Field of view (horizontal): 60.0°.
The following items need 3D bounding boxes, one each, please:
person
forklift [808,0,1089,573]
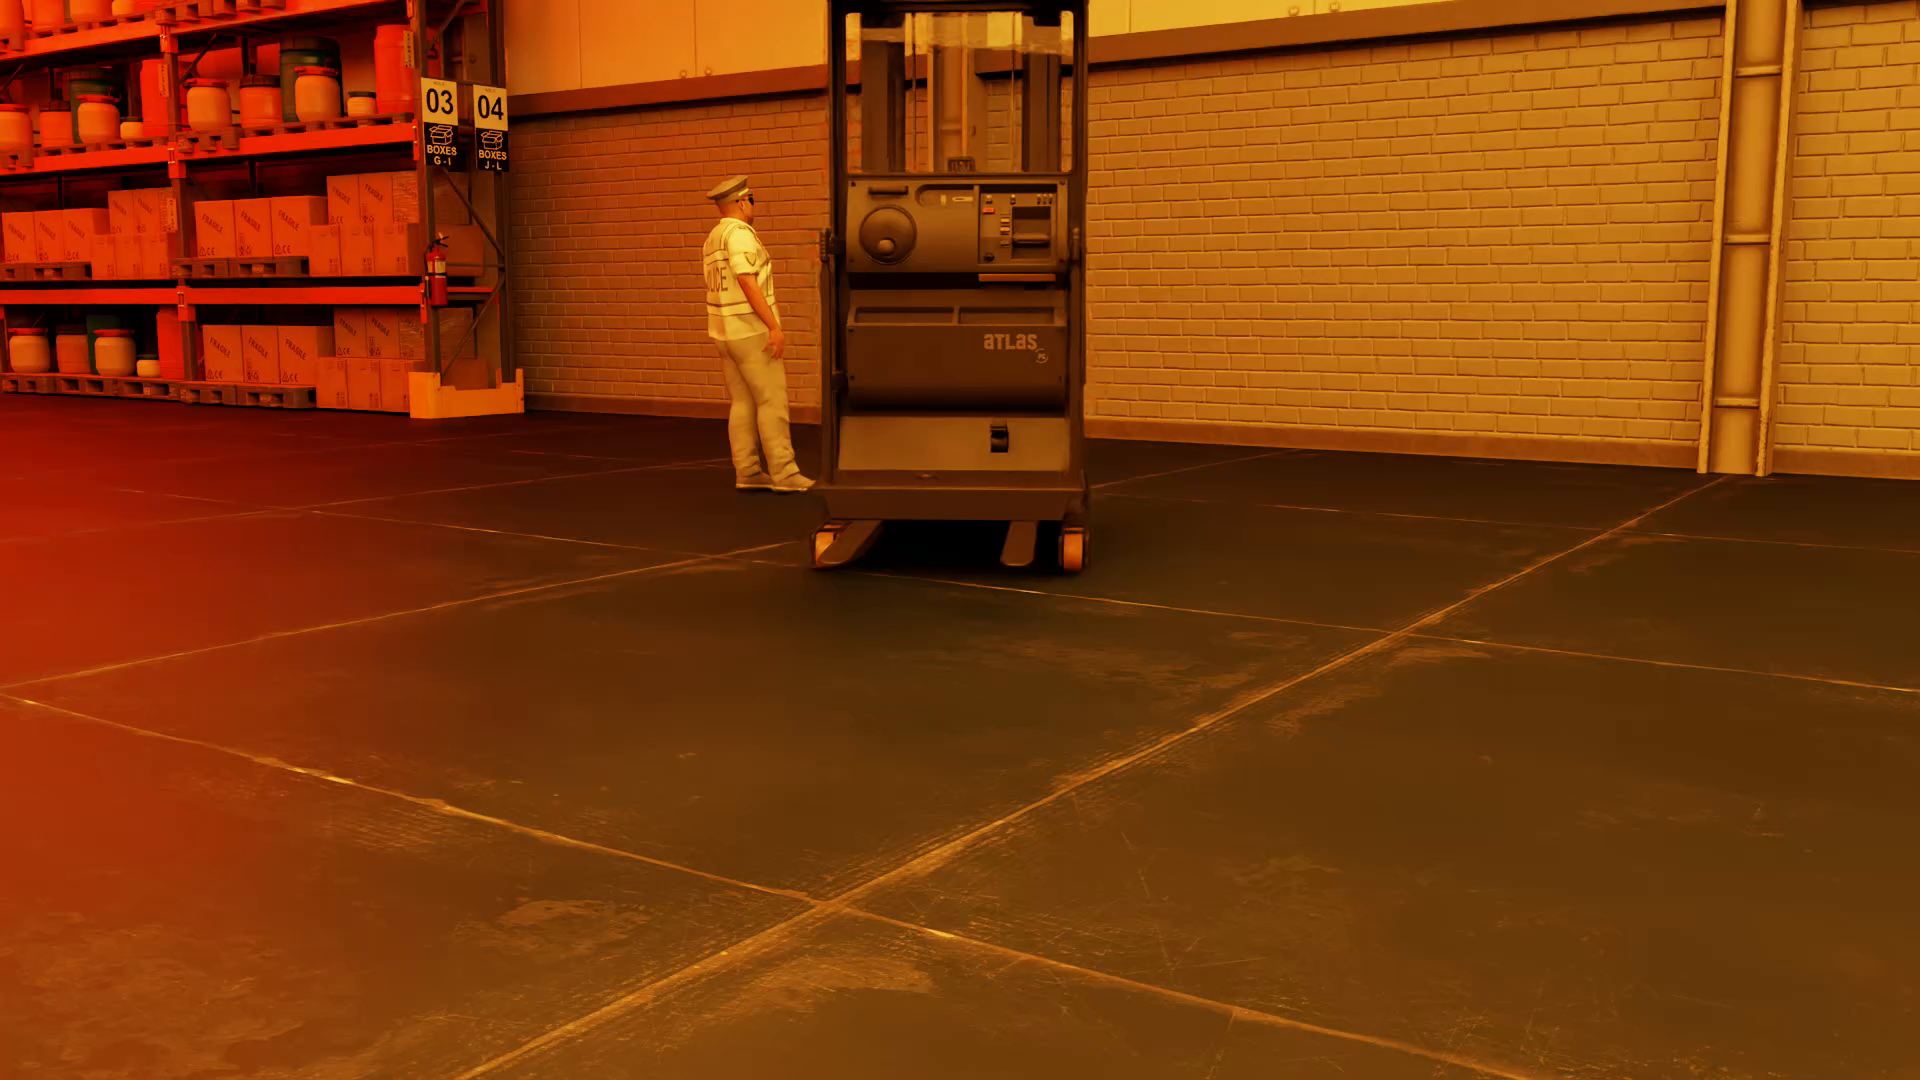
[{"bbox_3d":[-1.137,-1.173,9.470,0.577,1.781,0.638,-5,9,-31],"label":"person"},{"bbox_3d":[-0.024,-1.364,6.786,1.130,2.935,3.031,1,8,4],"label":"forklift"}]
